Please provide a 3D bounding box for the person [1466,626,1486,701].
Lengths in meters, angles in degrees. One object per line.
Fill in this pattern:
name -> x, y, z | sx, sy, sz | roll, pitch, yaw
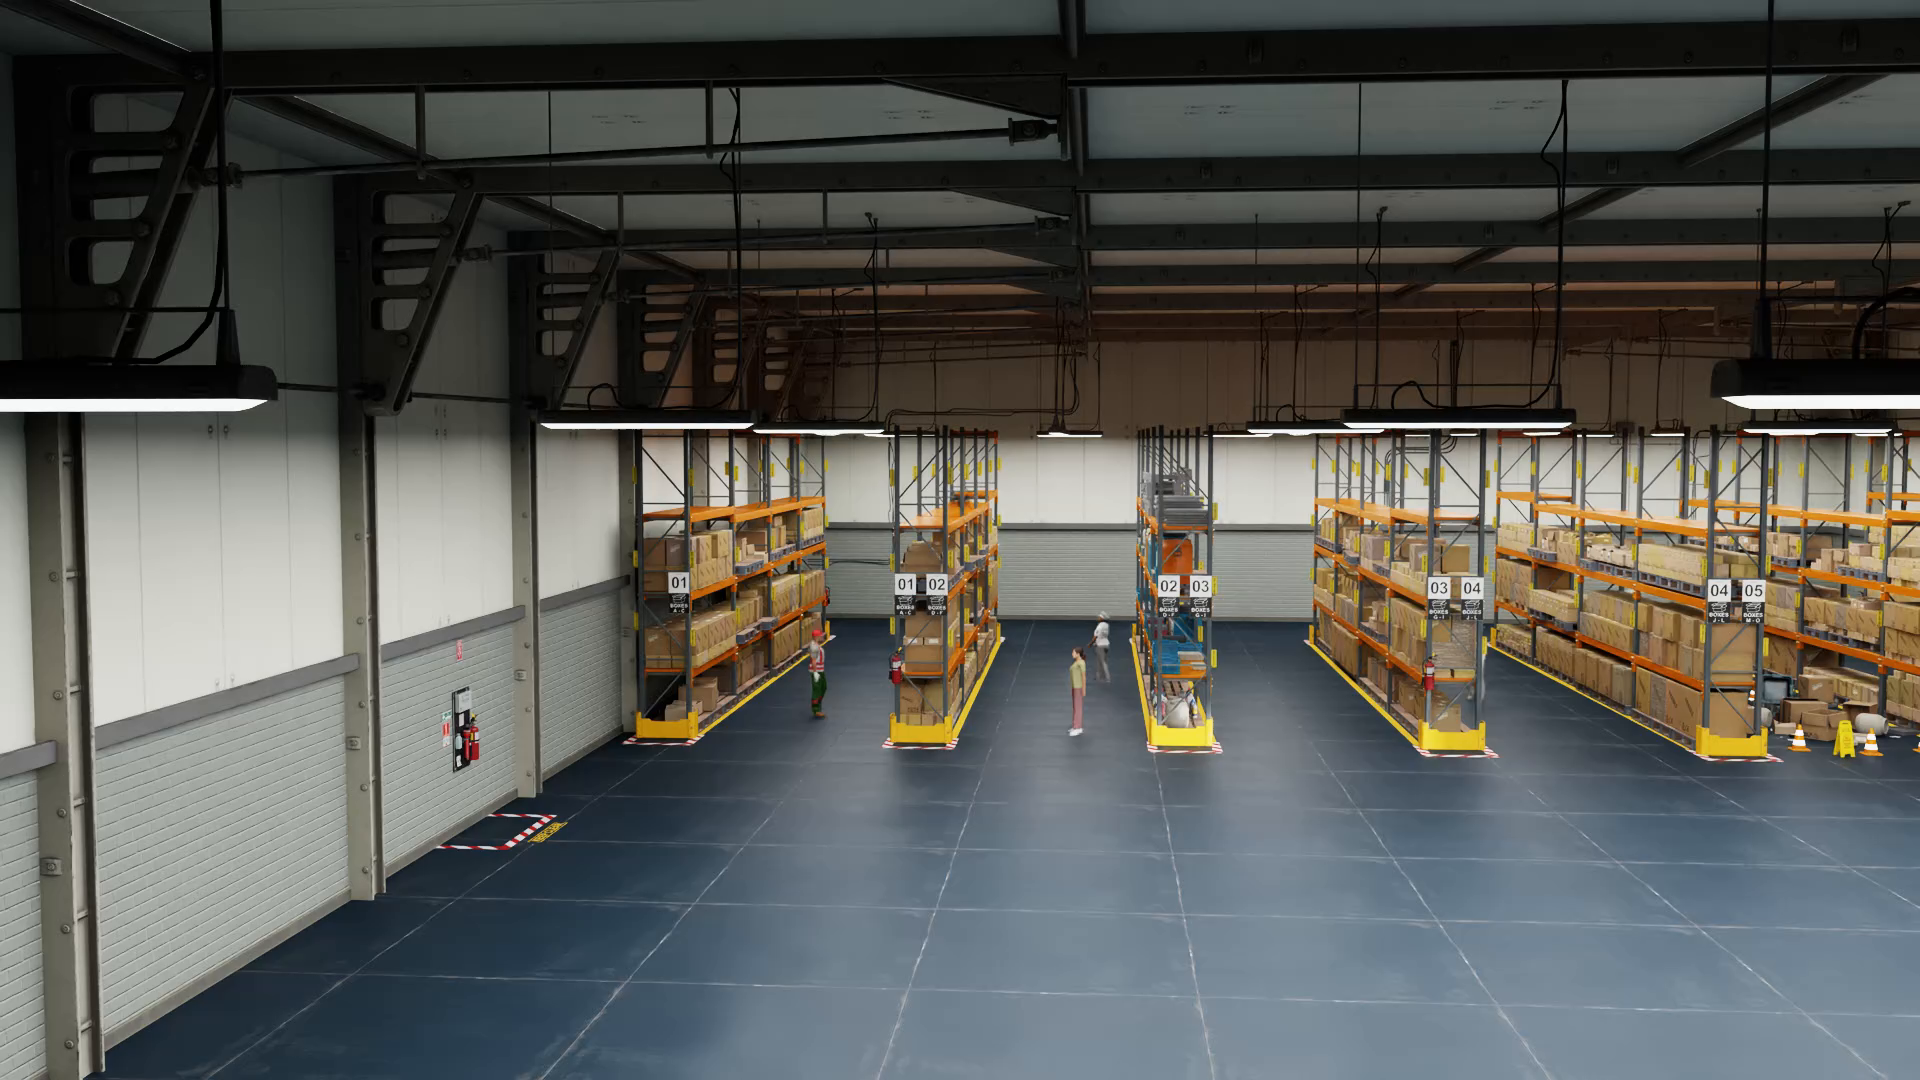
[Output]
person -> 11.359, 2.674, 36.556 | 0.384, 1.698, 0.513 | -2, 4, -28

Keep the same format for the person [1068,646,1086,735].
person -> 2.278, 2.938, 32.529 | 0.443, 1.700, 0.566 | -1, 3, -10

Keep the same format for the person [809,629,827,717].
person -> -2.947, 2.784, 34.552 | 0.381, 1.852, 0.624 | 0, 3, 5

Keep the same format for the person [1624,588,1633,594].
person -> 17.938, 2.170, 44.617 | 0.692, 1.786, 0.635 | -2, 4, -28

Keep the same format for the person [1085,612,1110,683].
person -> 3.294, 2.536, 39.252 | 0.744, 1.715, 0.531 | 3, 5, 44
